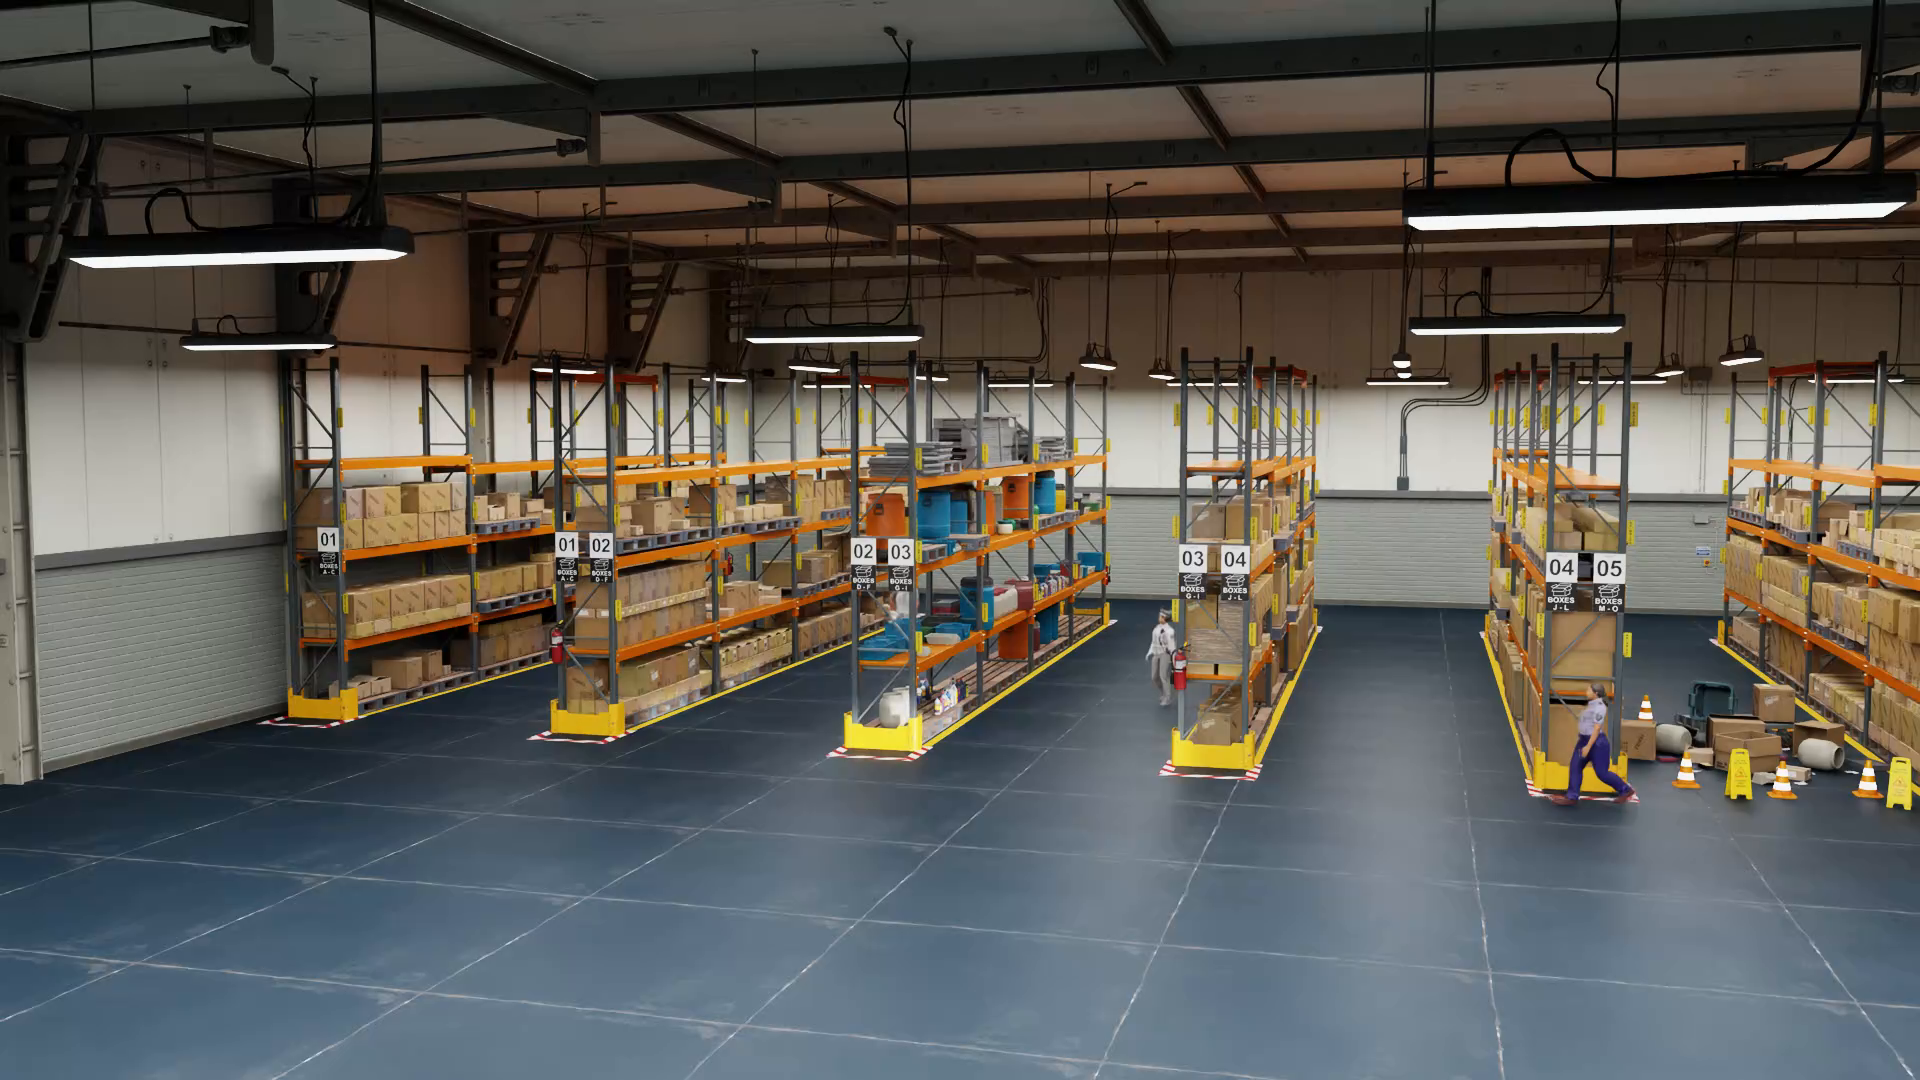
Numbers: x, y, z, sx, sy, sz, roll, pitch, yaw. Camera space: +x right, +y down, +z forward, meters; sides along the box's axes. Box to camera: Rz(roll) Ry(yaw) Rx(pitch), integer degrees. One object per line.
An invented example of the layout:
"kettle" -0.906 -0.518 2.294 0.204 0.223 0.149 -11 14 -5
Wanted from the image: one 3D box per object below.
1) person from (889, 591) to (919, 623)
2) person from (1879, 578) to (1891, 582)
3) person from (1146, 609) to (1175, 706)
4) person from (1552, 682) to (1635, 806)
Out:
"person" -1.179 1.552 34.954 0.684 1.717 0.878 1 4 15
"person" 20.490 1.422 36.962 1.053 1.748 0.658 1 4 13
"person" 3.547 2.047 29.274 0.507 1.681 0.596 -3 5 -34
"person" 8.138 2.627 21.348 0.906 1.614 0.459 -1 4 -8
